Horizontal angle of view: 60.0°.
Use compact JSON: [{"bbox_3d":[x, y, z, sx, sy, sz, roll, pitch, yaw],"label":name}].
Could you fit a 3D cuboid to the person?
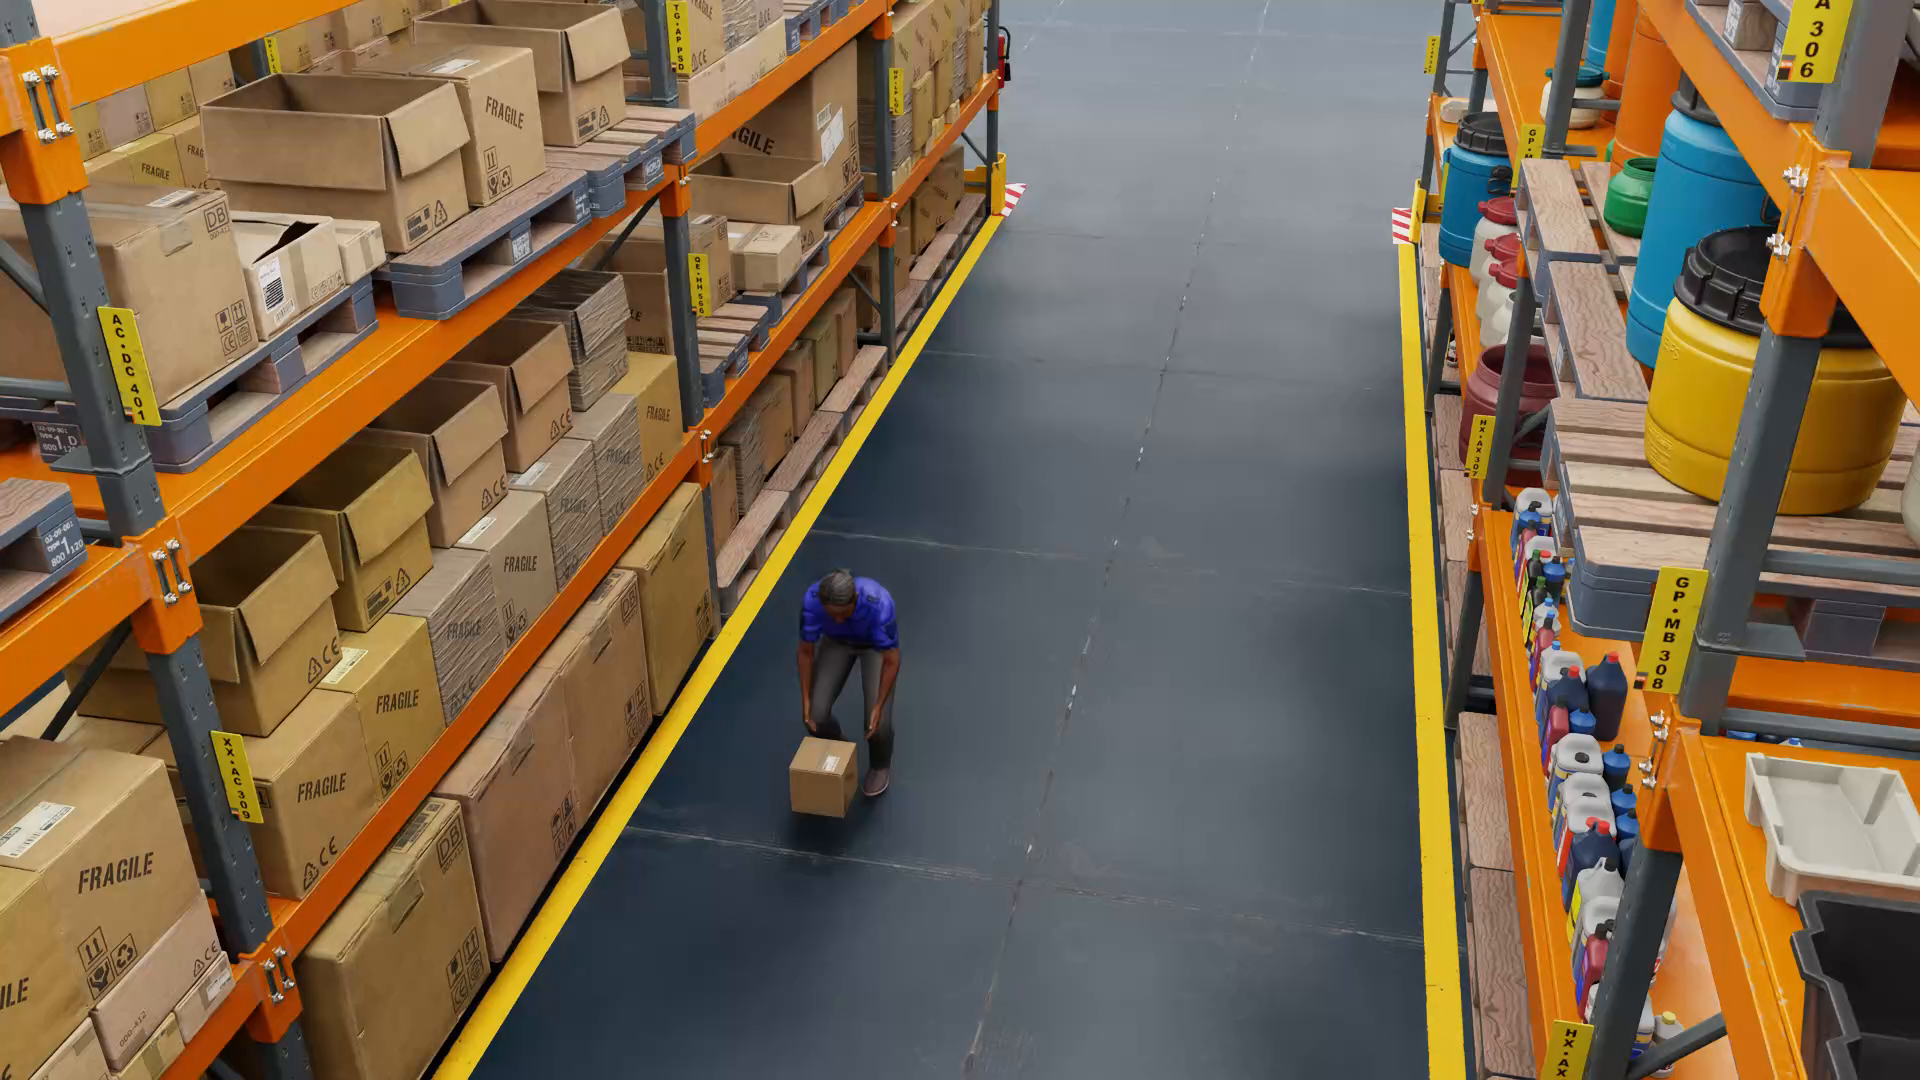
[{"bbox_3d":[-0.491,0.615,7.879,0.497,1.306,0.667,7,30,13],"label":"person"}]
